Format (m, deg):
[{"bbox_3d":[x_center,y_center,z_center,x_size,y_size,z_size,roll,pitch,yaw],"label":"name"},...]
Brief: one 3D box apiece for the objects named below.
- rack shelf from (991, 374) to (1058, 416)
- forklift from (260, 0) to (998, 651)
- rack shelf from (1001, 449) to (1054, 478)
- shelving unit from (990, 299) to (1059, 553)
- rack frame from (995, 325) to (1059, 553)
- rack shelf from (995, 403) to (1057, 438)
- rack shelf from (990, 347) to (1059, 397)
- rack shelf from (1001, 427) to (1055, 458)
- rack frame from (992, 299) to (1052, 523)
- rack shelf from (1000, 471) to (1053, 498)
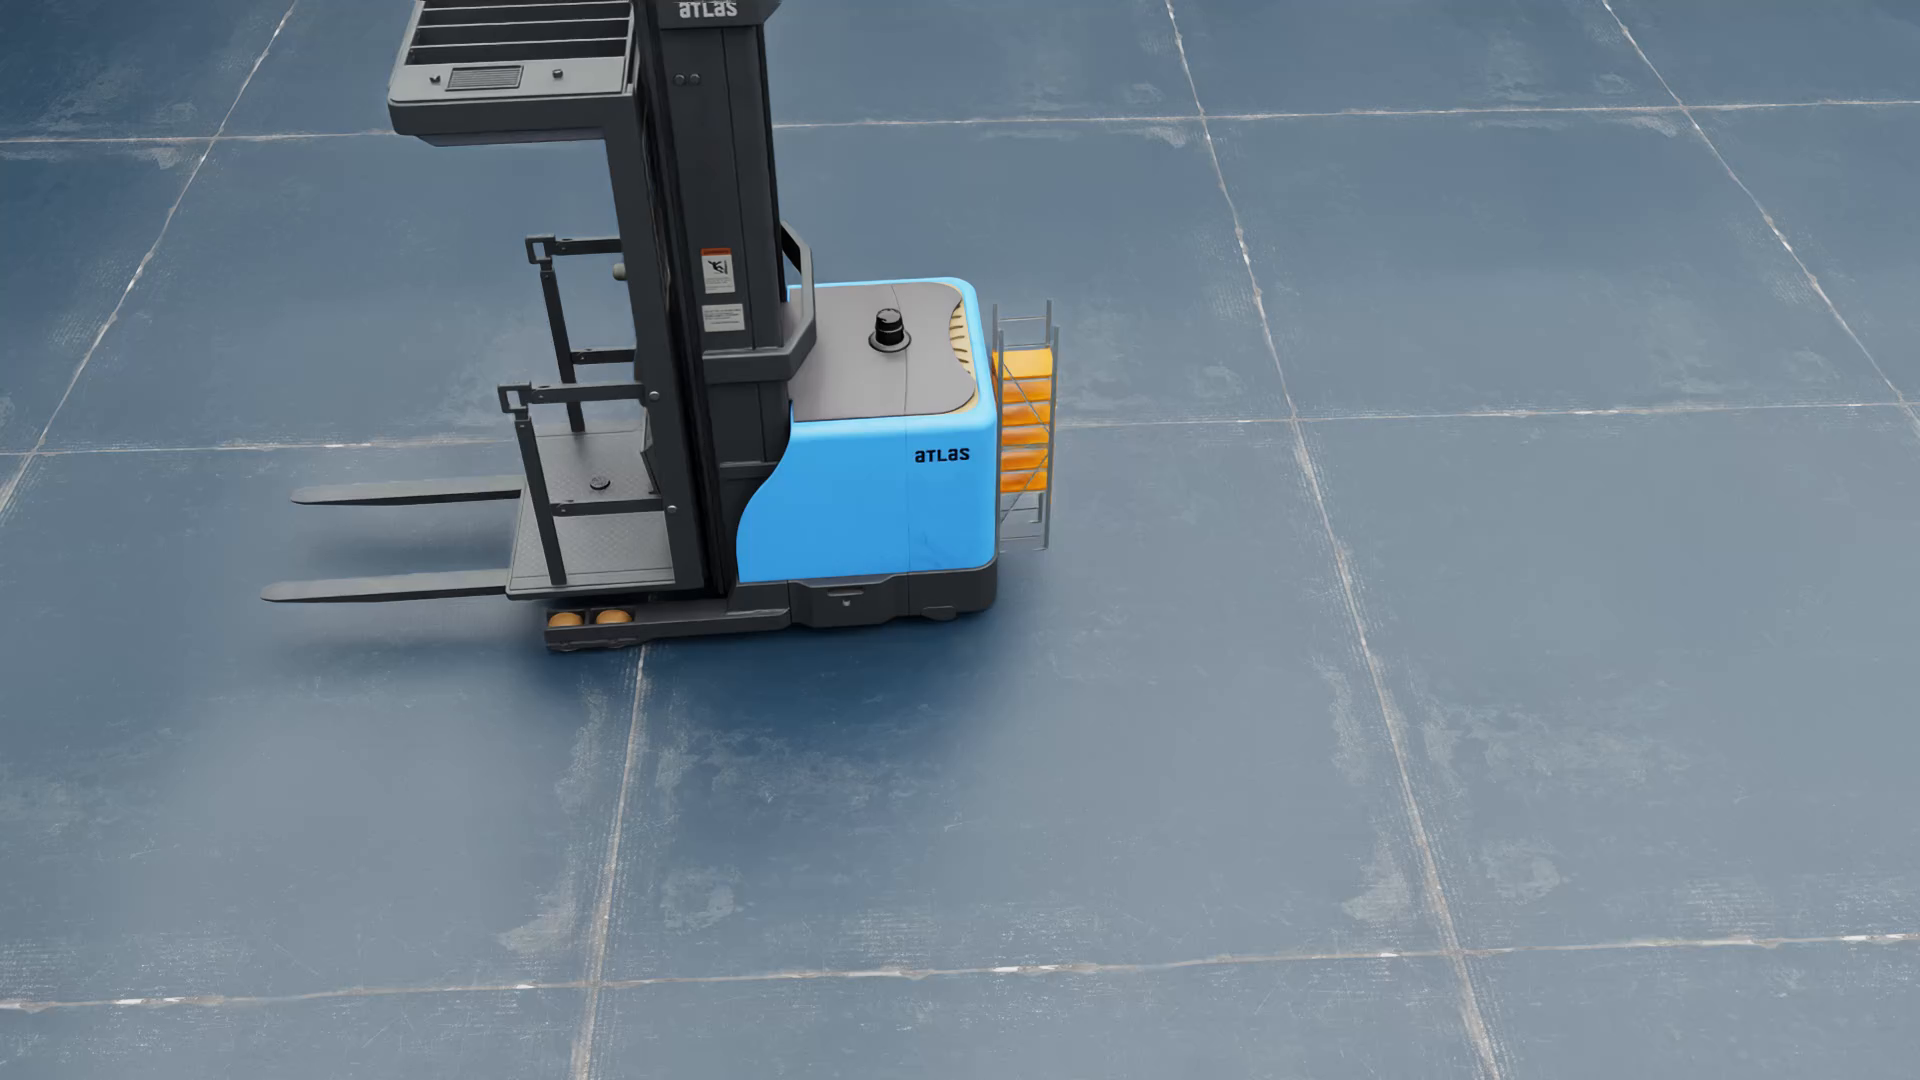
[{"bbox_3d":[0.261,-0.598,6.875,0.258,0.103,0.180,-4,43,-5],"label":"rack shelf"},{"bbox_3d":[-1.391,-0.995,6.316,3.031,2.935,1.130,-4,43,-4],"label":"forklift"},{"bbox_3d":[0.261,-0.333,7.118,0.258,0.103,0.180,-4,43,-5],"label":"rack shelf"},{"bbox_3d":[0.261,-0.454,7.007,0.258,1.200,0.189,-4,43,-5],"label":"shelving unit"},{"bbox_3d":[0.272,-0.393,6.940,0.240,1.200,0.006,-4,43,-5],"label":"rack frame"},{"bbox_3d":[0.261,-0.510,6.956,0.258,0.103,0.180,-4,43,-5],"label":"rack shelf"},{"bbox_3d":[0.261,-0.687,6.794,0.258,0.103,0.180,-4,43,-5],"label":"rack shelf"},{"bbox_3d":[0.261,-0.421,7.037,0.258,0.103,0.180,-4,43,-5],"label":"rack shelf"},{"bbox_3d":[0.251,-0.516,7.074,0.240,1.200,0.006,-4,43,-5],"label":"rack frame"},{"bbox_3d":[0.261,-0.244,7.199,0.258,0.103,0.180,-4,43,-5],"label":"rack shelf"}]
